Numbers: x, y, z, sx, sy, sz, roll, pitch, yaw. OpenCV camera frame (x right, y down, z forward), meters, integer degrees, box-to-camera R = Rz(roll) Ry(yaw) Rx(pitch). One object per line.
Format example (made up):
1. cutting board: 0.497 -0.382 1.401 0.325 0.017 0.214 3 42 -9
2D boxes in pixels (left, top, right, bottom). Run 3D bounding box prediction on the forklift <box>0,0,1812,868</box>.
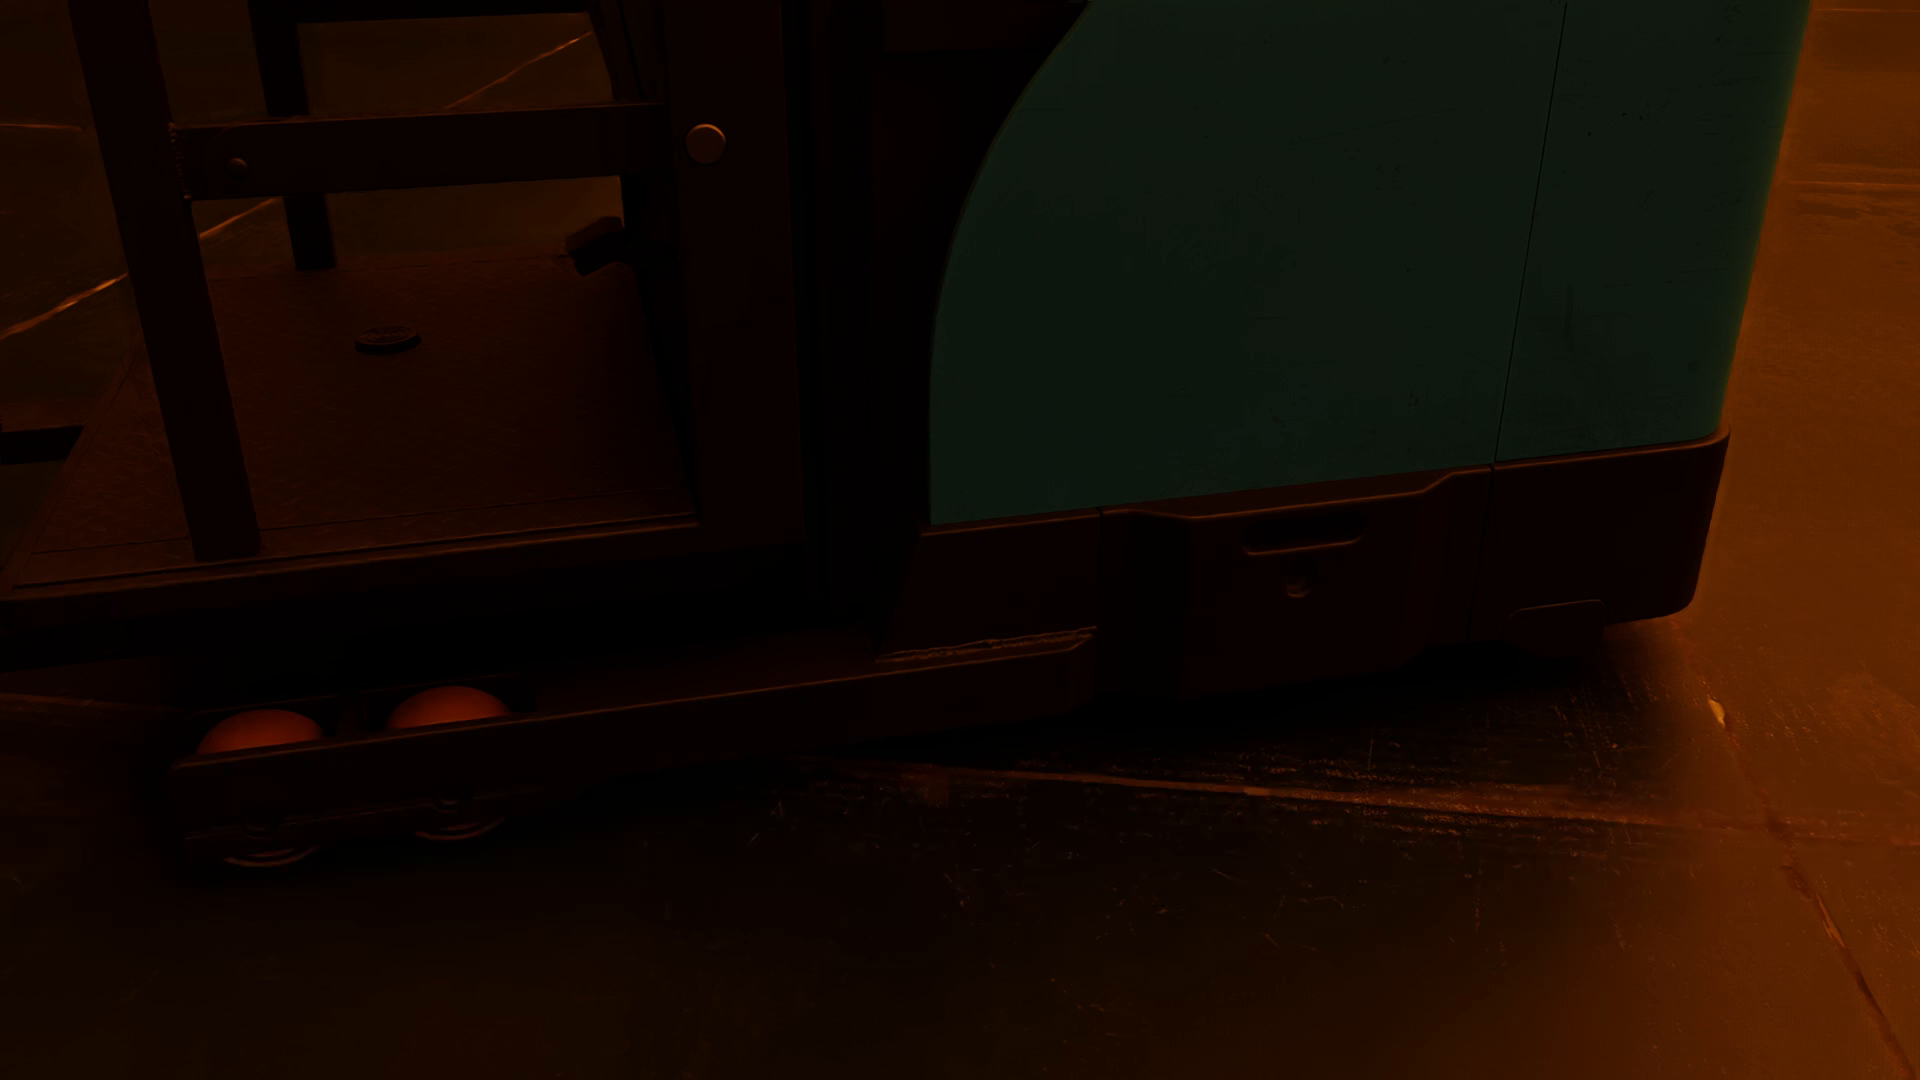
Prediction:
1. forklift: -0.598 -1.220 1.661 3.031 2.935 1.130 -6 27 -13
